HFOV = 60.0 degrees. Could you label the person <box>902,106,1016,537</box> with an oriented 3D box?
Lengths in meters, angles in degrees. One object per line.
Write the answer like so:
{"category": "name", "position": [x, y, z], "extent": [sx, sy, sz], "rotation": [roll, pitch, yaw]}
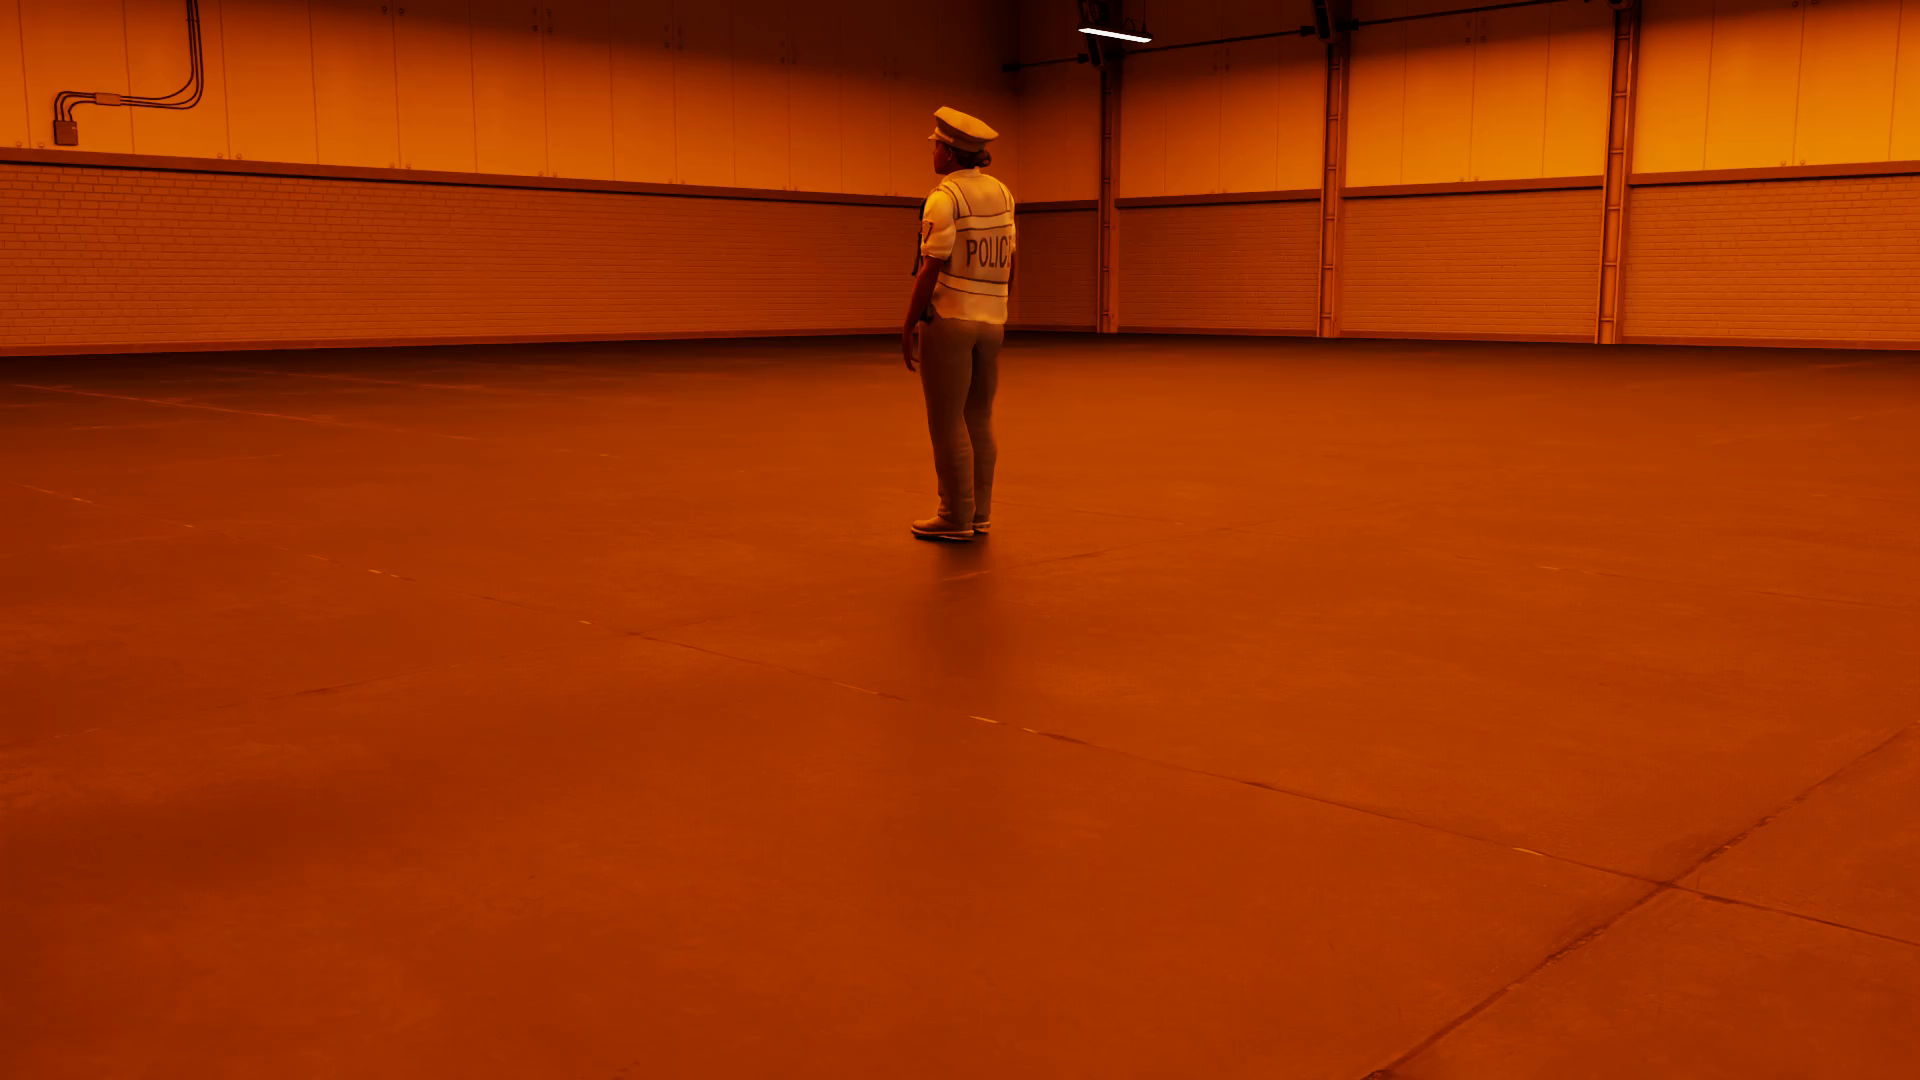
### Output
{"category": "person", "position": [-0.039, -0.855, 6.656], "extent": [0.530, 1.695, 0.567], "rotation": [8, 12, 43]}
